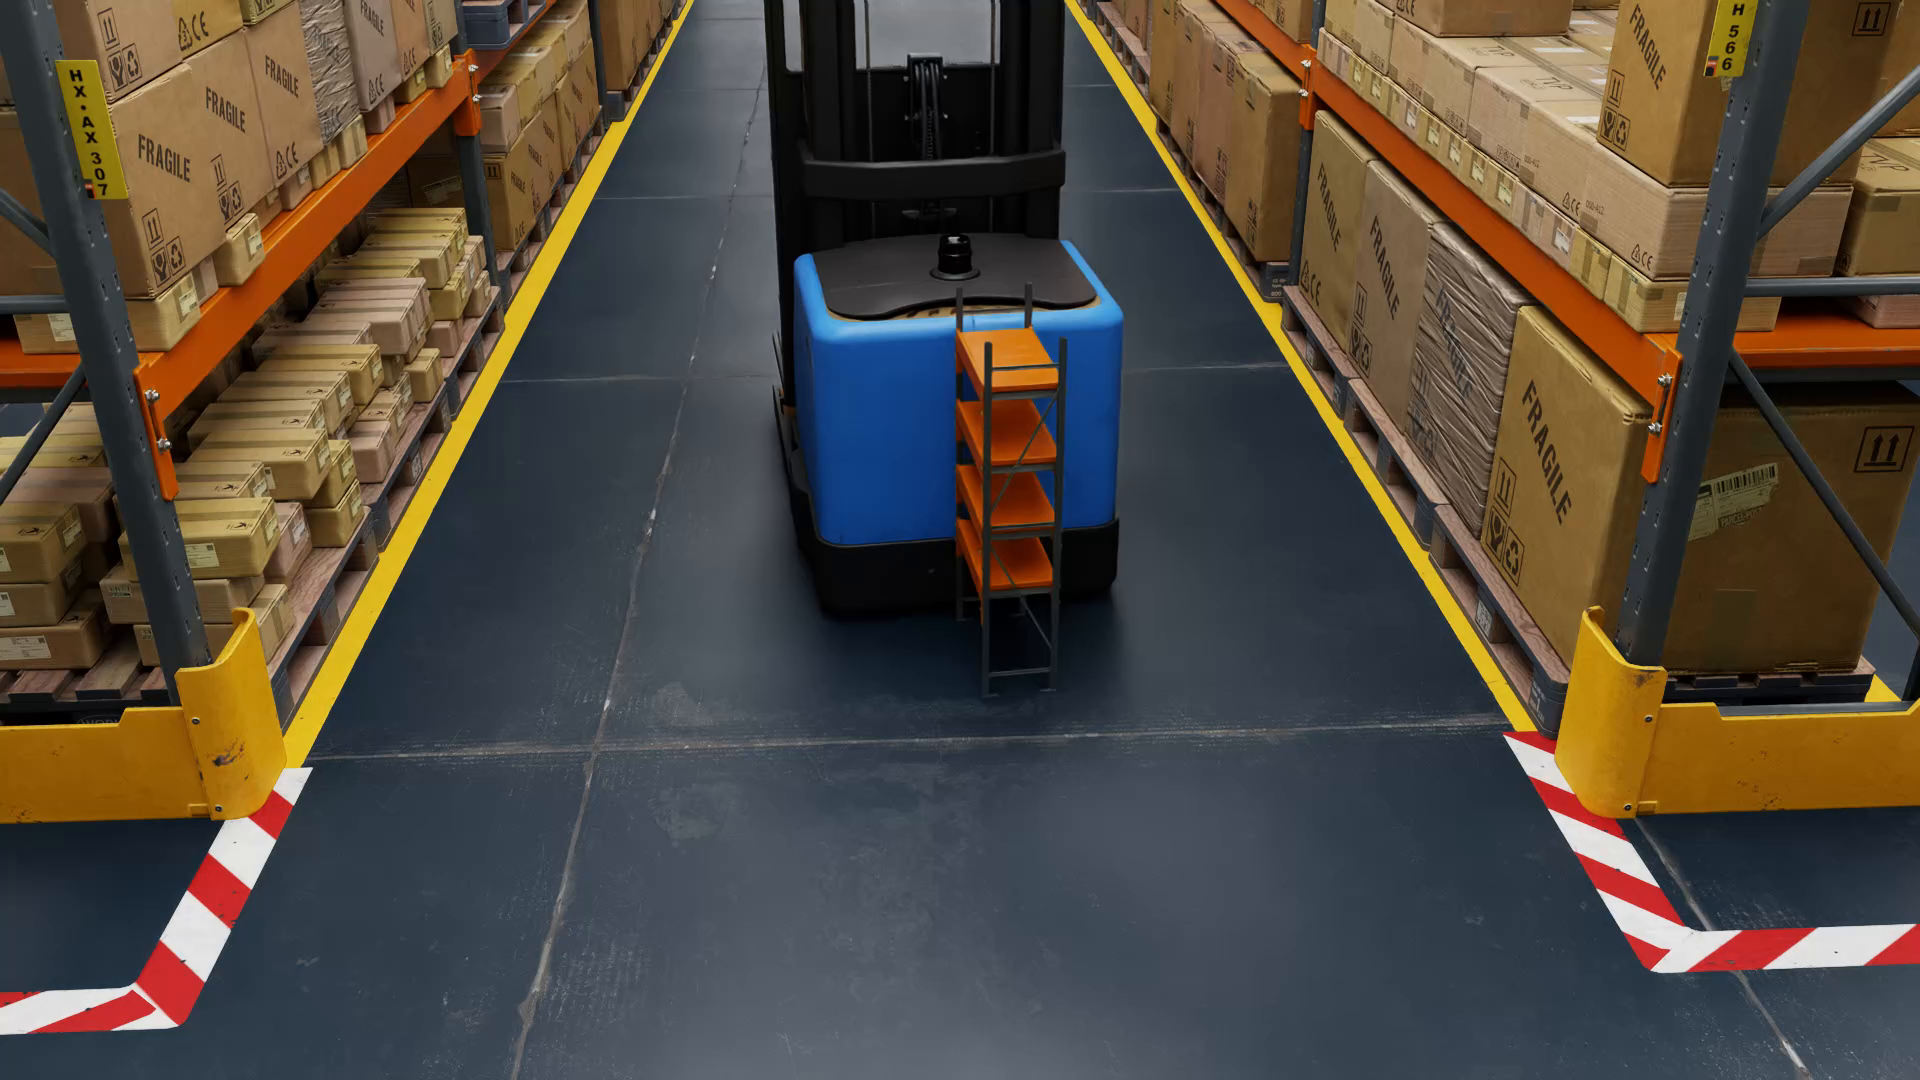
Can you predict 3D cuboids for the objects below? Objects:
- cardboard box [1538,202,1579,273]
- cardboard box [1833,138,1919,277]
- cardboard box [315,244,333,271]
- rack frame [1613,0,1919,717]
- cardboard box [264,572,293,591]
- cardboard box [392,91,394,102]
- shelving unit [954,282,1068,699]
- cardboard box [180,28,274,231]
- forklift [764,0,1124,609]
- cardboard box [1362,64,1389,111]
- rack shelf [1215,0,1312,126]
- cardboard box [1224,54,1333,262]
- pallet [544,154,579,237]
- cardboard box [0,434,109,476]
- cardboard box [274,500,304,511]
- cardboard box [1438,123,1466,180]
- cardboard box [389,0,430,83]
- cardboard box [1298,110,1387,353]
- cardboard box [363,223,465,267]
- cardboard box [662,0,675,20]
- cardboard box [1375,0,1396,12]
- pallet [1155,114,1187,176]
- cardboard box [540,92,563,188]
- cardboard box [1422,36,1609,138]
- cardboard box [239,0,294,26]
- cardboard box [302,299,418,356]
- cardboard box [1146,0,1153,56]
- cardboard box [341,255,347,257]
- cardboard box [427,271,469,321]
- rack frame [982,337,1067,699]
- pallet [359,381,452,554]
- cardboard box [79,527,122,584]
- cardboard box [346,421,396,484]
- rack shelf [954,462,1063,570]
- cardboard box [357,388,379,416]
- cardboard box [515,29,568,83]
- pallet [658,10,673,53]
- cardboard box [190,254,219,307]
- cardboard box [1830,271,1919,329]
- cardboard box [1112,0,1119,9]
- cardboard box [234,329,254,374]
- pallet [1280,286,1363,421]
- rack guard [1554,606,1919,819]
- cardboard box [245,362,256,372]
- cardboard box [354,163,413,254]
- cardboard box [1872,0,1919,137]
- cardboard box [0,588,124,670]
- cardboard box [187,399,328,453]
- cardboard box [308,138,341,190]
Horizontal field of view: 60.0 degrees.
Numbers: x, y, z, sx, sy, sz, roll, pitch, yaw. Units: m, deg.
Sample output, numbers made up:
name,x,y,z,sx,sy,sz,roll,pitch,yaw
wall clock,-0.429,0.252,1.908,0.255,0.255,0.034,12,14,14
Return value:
name,x,y,z,sx,sy,sz,roll,pitch,yaw
cardboard box,1.994,-0.921,5.045,0.380,0.149,0.250,-1,28,-3
cardboard box,2.613,-0.933,4.636,0.500,0.250,0.500,-2,28,-4
cardboard box,-2.970,-1.192,7.276,0.380,0.149,0.250,-2,28,-3
rack frame,2.369,-0.640,4.233,1.000,3.000,0.127,-1,28,-3
cardboard box,-2.393,0.143,5.362,0.380,0.149,0.250,-1,28,-3
cardboard box,-2.529,-1.814,6.757,0.380,0.149,0.250,-2,28,-4
shelving unit,0.148,-0.151,5.241,0.258,1.200,0.503,-4,28,-9
cardboard box,-2.391,-1.203,4.884,0.500,0.500,0.500,-1,28,-3
forklift,-0.203,-1.723,6.384,1.130,2.935,3.031,-4,28,-9
cardboard box,1.886,-1.867,6.857,0.380,0.149,0.250,-2,28,-4
rack shelf,2.055,-3.092,9.712,1.077,0.370,4.000,-1,28,-3
cardboard box,2.106,-2.026,8.735,1.225,0.875,0.875,-1,28,-2
pallet,-2.908,-2.102,10.052,1.003,0.211,1.213,-1,28,-3
cardboard box,-2.967,-0.225,5.423,0.380,0.149,0.250,-2,28,-4
cardboard box,-2.420,-0.108,5.520,0.380,0.149,0.250,-1,28,-2
cardboard box,1.942,-1.391,5.945,0.380,0.149,0.250,-1,28,-2
cardboard box,-2.465,-2.134,6.668,0.500,0.500,0.500,-2,28,-4
cardboard box,2.114,-1.424,7.581,0.875,0.875,0.875,-1,28,-3
cardboard box,-2.467,-1.325,7.532,0.380,0.149,0.250,-1,28,-2
cardboard box,-3.094,-5.013,14.596,1.050,0.750,0.750,-2,28,-3
cardboard box,1.947,-2.430,6.695,0.500,0.500,0.500,-1,28,-3
pallet,1.917,-2.732,11.260,1.003,0.211,1.213,-1,28,-3
cardboard box,-2.643,-2.325,9.714,0.500,0.500,0.500,-1,28,-2
cardboard box,1.994,-1.632,5.977,0.500,0.250,0.500,-1,28,-3
cardboard box,-2.386,-1.874,5.088,0.500,0.500,0.500,-2,28,-4
cardboard box,-2.379,-0.841,6.605,0.380,0.149,0.250,-2,28,-4
cardboard box,1.854,-3.986,12.876,0.700,0.500,0.500,-4,28,-7
cardboard box,-3.099,-1.293,7.792,0.380,0.149,0.250,0,28,0
cardboard box,-2.407,-1.082,7.388,0.380,0.149,0.250,-2,28,-4
rack frame,0.188,-0.039,5.028,0.240,1.200,0.015,-4,28,-9
pallet,-2.662,-0.303,6.604,1.003,0.211,1.213,-1,28,-3
cardboard box,-2.862,0.020,5.274,0.380,0.149,0.250,-2,28,-4
cardboard box,-2.351,-0.325,6.259,0.380,0.149,0.250,-3,28,-5
rack shelf,0.148,-0.091,5.272,0.258,0.148,0.480,-4,28,-9
cardboard box,-2.493,-0.598,6.460,0.380,0.149,0.250,0,28,0
cardboard box,-2.662,-2.894,9.993,0.500,0.250,0.500,-1,28,-1
pallet,-3.101,-4.518,14.683,1.003,0.211,1.213,-1,28,-3
cardboard box,-2.334,-0.729,4.676,0.380,0.149,0.250,0,28,-1
cardboard box,2.680,-0.700,4.621,0.380,0.149,0.250,-1,28,-2
cardboard box,1.753,-4.984,14.790,0.700,0.500,0.500,-3,28,-7
cardboard box,-2.932,-0.713,6.360,0.380,0.149,0.250,-1,28,-2
pallet,2.121,-0.898,7.743,1.003,0.211,1.213,-1,28,-3
rack guard,2.370,0.480,4.790,1.175,0.500,0.348,-1,28,-3
cardboard box,-2.996,-0.696,6.648,0.380,0.149,0.250,-2,28,-3
cardboard box,-3.089,-1.828,8.759,0.500,0.500,0.500,-2,28,-4
cardboard box,2.587,-1.497,4.906,0.500,0.500,0.500,-2,28,-4
cardboard box,-2.826,0.273,5.111,0.380,0.149,0.250,-1,28,-2
cardboard box,-2.393,-0.359,5.680,0.380,0.149,0.250,-3,28,-5
cardboard box,-2.412,-1.332,5.832,0.380,0.149,0.250,0,28,-1
